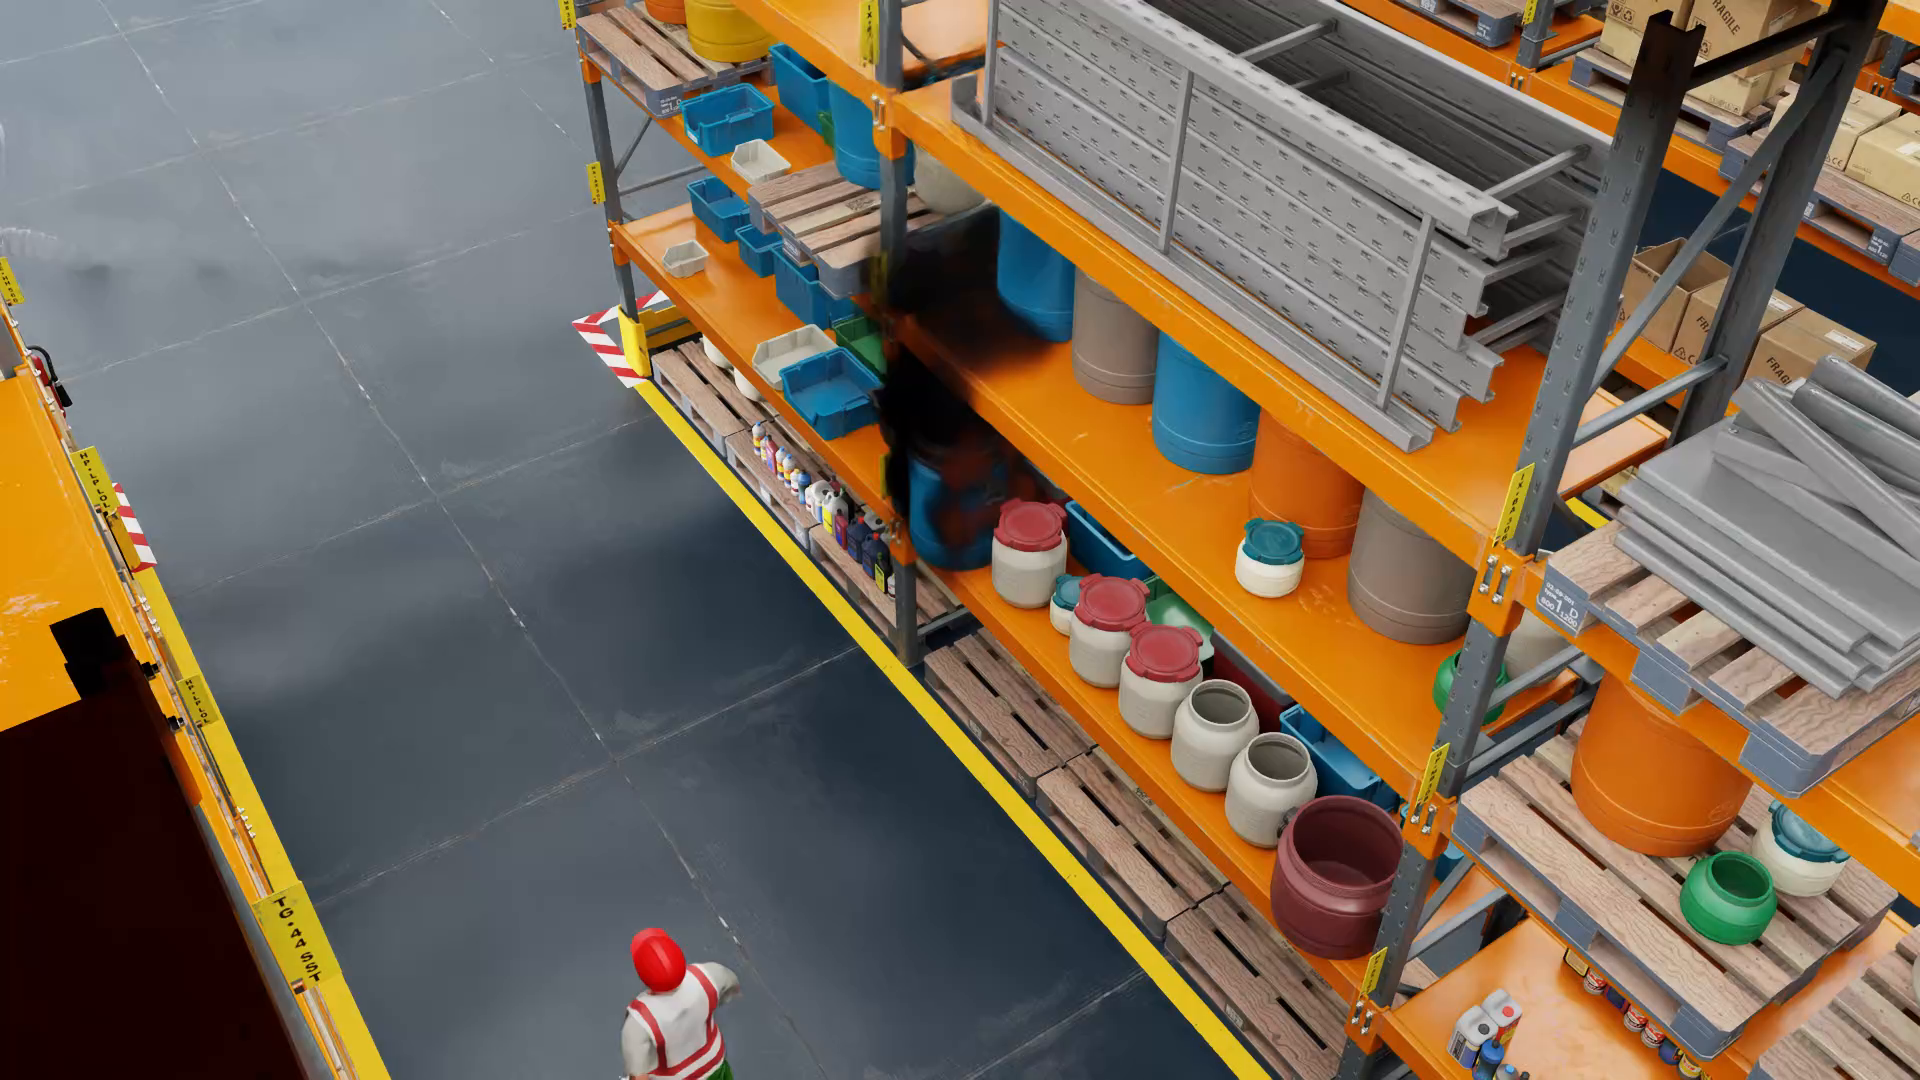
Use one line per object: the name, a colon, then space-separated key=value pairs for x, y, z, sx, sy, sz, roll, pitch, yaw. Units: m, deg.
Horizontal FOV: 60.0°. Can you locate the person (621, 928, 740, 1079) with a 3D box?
person: x=-1.235 y=2.363 z=7.493 sx=0.665 sy=1.819 sz=0.891 roll=-27 pitch=49 yaw=-26
